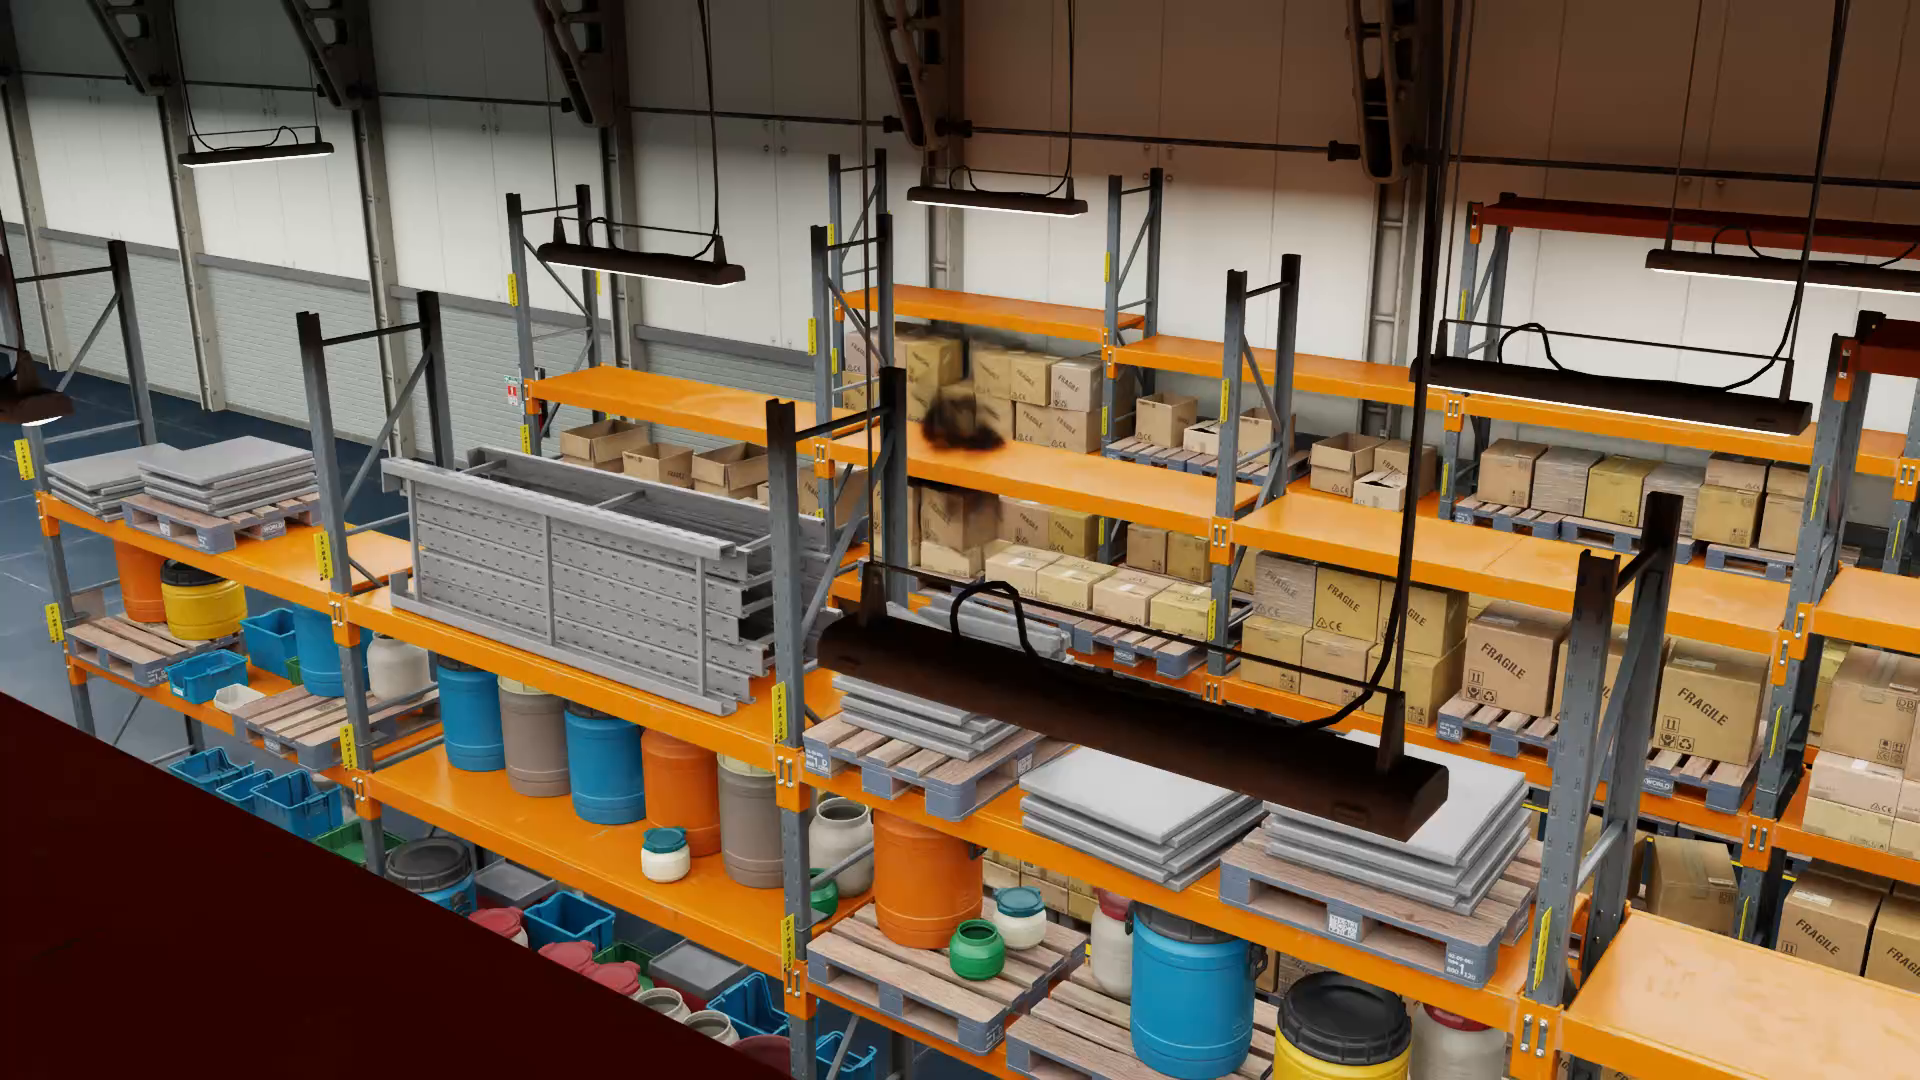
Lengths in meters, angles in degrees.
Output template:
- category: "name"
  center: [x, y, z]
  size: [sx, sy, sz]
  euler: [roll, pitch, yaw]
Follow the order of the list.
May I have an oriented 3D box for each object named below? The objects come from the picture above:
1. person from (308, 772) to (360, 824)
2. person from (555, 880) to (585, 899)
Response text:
- category: "person"
  center: [-5.956, 2.210, 15.802]
  size: [0.862, 1.764, 0.697]
  euler: [11, 21, 29]
- category: "person"
  center: [-3.275, 2.721, 14.380]
  size: [0.589, 1.647, 0.615]
  euler: [10, 21, 27]
